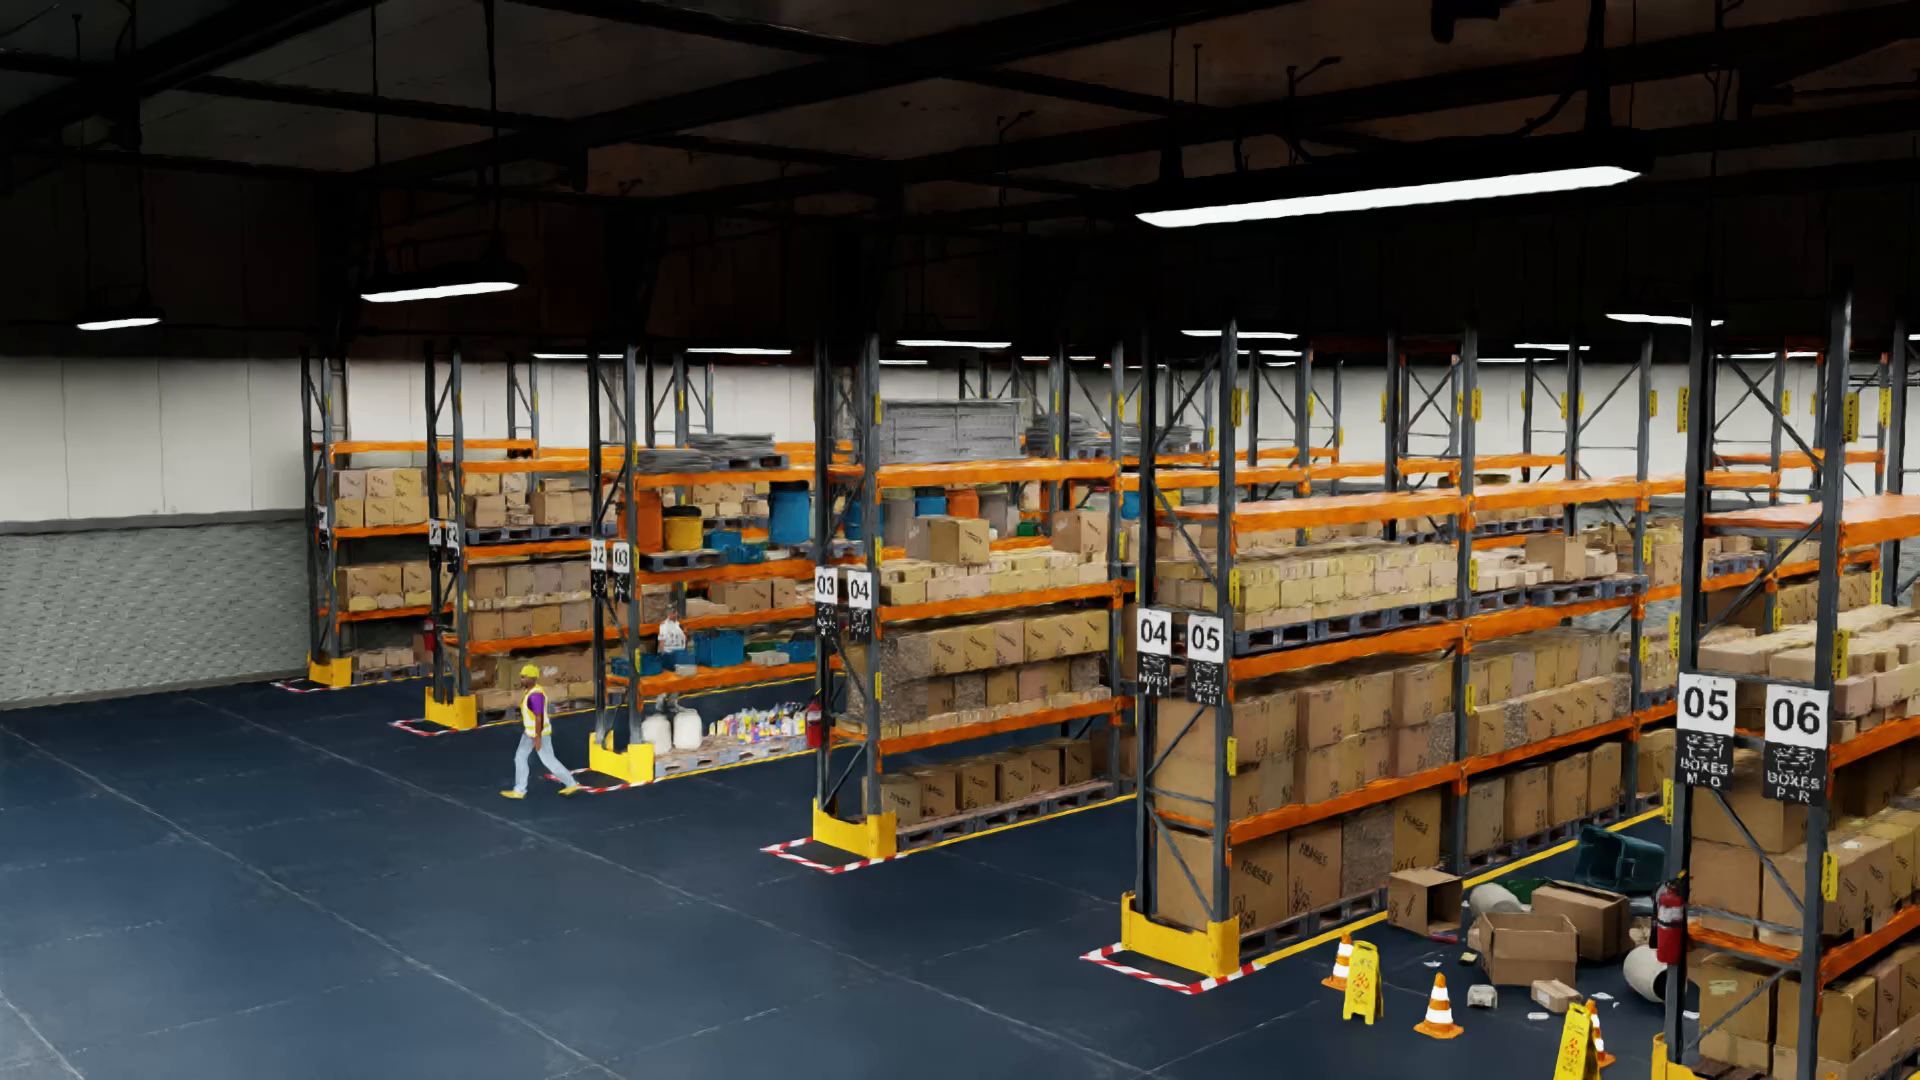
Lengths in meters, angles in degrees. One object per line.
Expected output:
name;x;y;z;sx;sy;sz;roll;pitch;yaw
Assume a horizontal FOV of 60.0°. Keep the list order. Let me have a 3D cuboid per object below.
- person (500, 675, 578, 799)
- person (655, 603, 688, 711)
person;-5.366;2.465;21.180;0.939;1.690;0.603;-3;6;-27
person;-4.702;1.912;27.027;0.467;1.755;0.578;2;5;21
